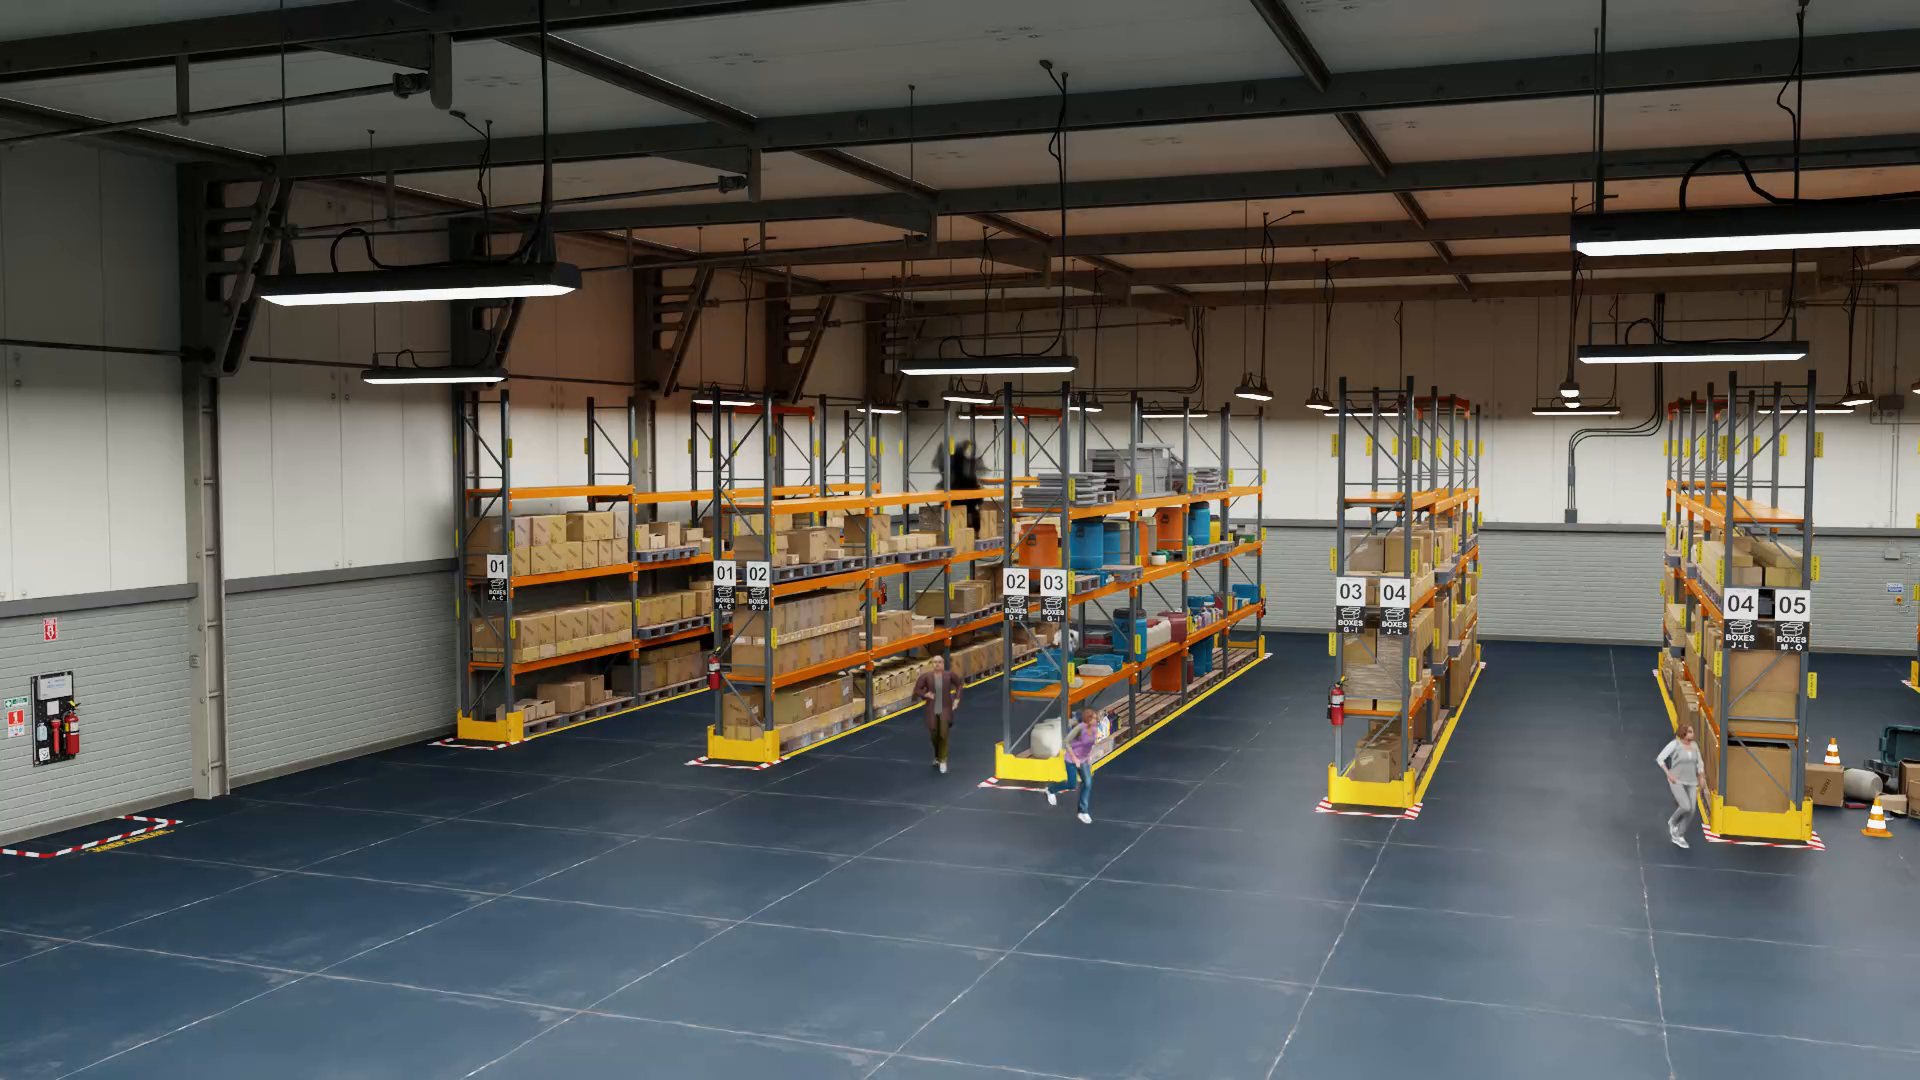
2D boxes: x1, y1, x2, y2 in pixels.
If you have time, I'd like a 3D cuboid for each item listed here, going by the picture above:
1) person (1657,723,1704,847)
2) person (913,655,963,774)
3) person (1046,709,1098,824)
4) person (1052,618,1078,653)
[{"bbox_3d":[9.099,3.079,20.867,0.564,1.566,0.462,0,3,-7],"label":"person"},{"bbox_3d":[-0.342,2.705,25.866,0.770,1.828,0.719,0,3,1],"label":"person"},{"bbox_3d":[1.533,3.018,22.503,0.833,1.550,0.551,3,4,41],"label":"person"},{"bbox_3d":[2.082,2.359,32.527,0.560,1.754,0.742,1,3,20],"label":"person"}]
